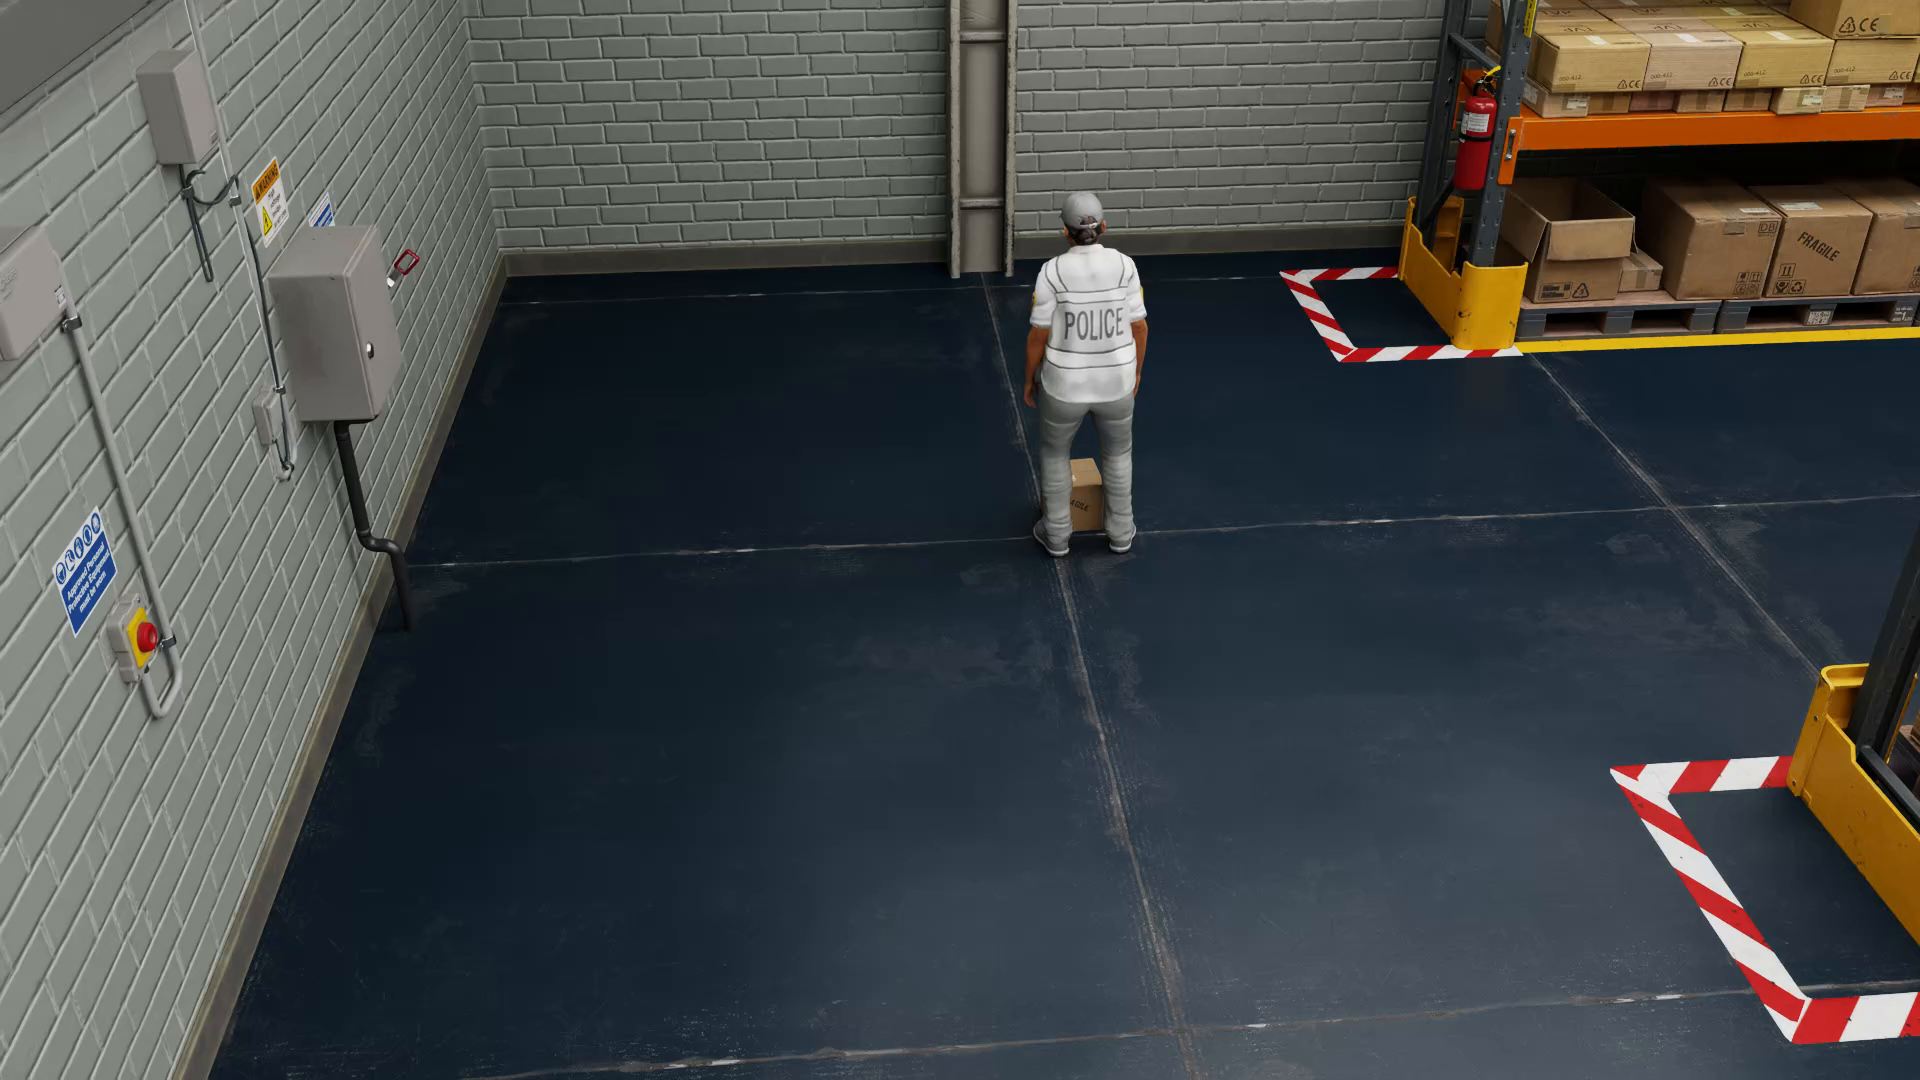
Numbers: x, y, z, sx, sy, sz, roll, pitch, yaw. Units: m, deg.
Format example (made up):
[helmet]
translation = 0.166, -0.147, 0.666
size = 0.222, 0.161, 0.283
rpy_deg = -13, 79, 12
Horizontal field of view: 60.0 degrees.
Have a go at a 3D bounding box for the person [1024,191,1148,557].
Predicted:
[person]
translation = 0.554, -0.705, 7.286
size = 0.563, 1.667, 0.450
rpy_deg = -4, 32, -7
